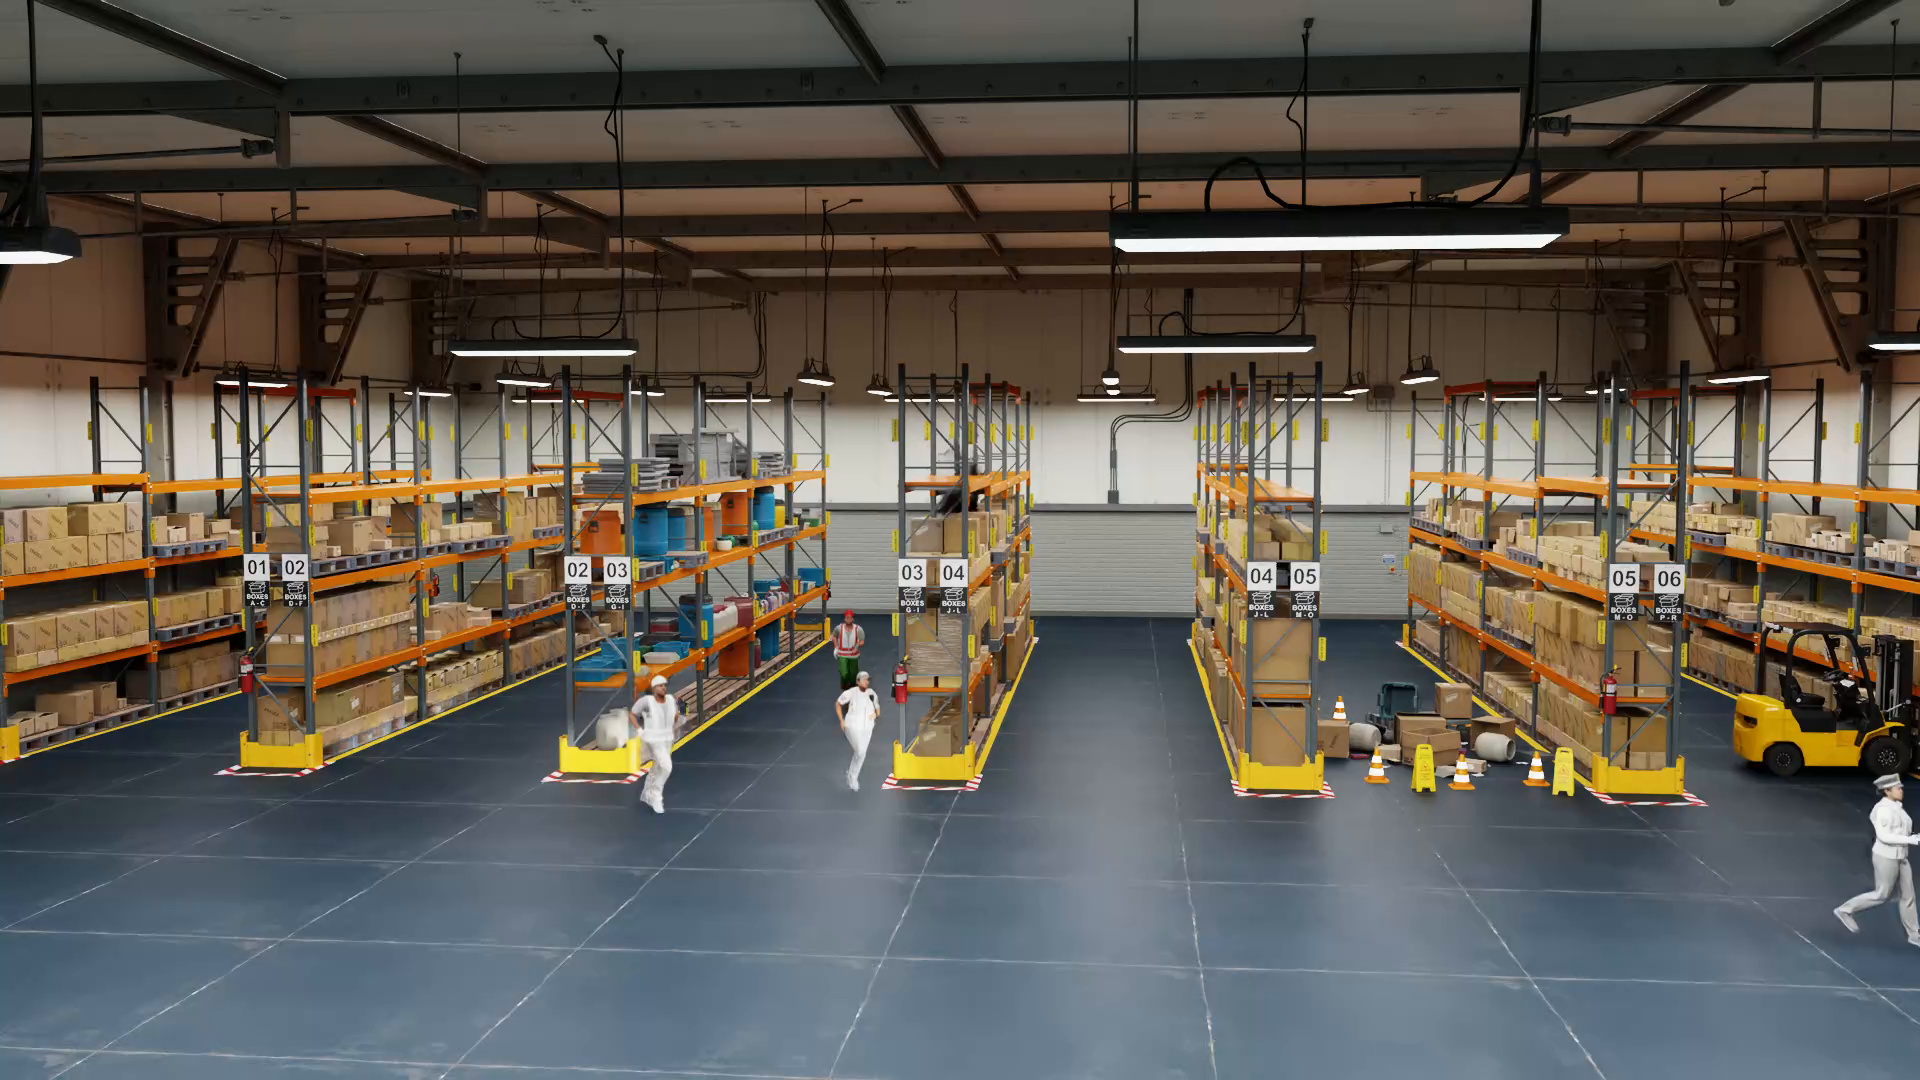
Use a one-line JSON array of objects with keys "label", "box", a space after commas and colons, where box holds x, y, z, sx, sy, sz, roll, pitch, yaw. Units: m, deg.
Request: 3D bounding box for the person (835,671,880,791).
[{"label": "person", "box": [-1.393, 2.675, 23.458, 0.582, 1.640, 0.617, -2, 4, -30]}]

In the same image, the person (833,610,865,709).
[{"label": "person", "box": [-2.029, 2.171, 30.459, 0.565, 1.809, 0.838, -1, 4, -10]}]

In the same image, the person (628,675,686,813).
[{"label": "person", "box": [-3.981, 2.710, 22.125, 0.743, 1.829, 0.635, 3, 5, 37]}]

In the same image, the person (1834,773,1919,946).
[{"label": "person", "box": [9.047, 3.094, 16.183, 0.924, 1.687, 0.613, 3, 5, 43]}]
